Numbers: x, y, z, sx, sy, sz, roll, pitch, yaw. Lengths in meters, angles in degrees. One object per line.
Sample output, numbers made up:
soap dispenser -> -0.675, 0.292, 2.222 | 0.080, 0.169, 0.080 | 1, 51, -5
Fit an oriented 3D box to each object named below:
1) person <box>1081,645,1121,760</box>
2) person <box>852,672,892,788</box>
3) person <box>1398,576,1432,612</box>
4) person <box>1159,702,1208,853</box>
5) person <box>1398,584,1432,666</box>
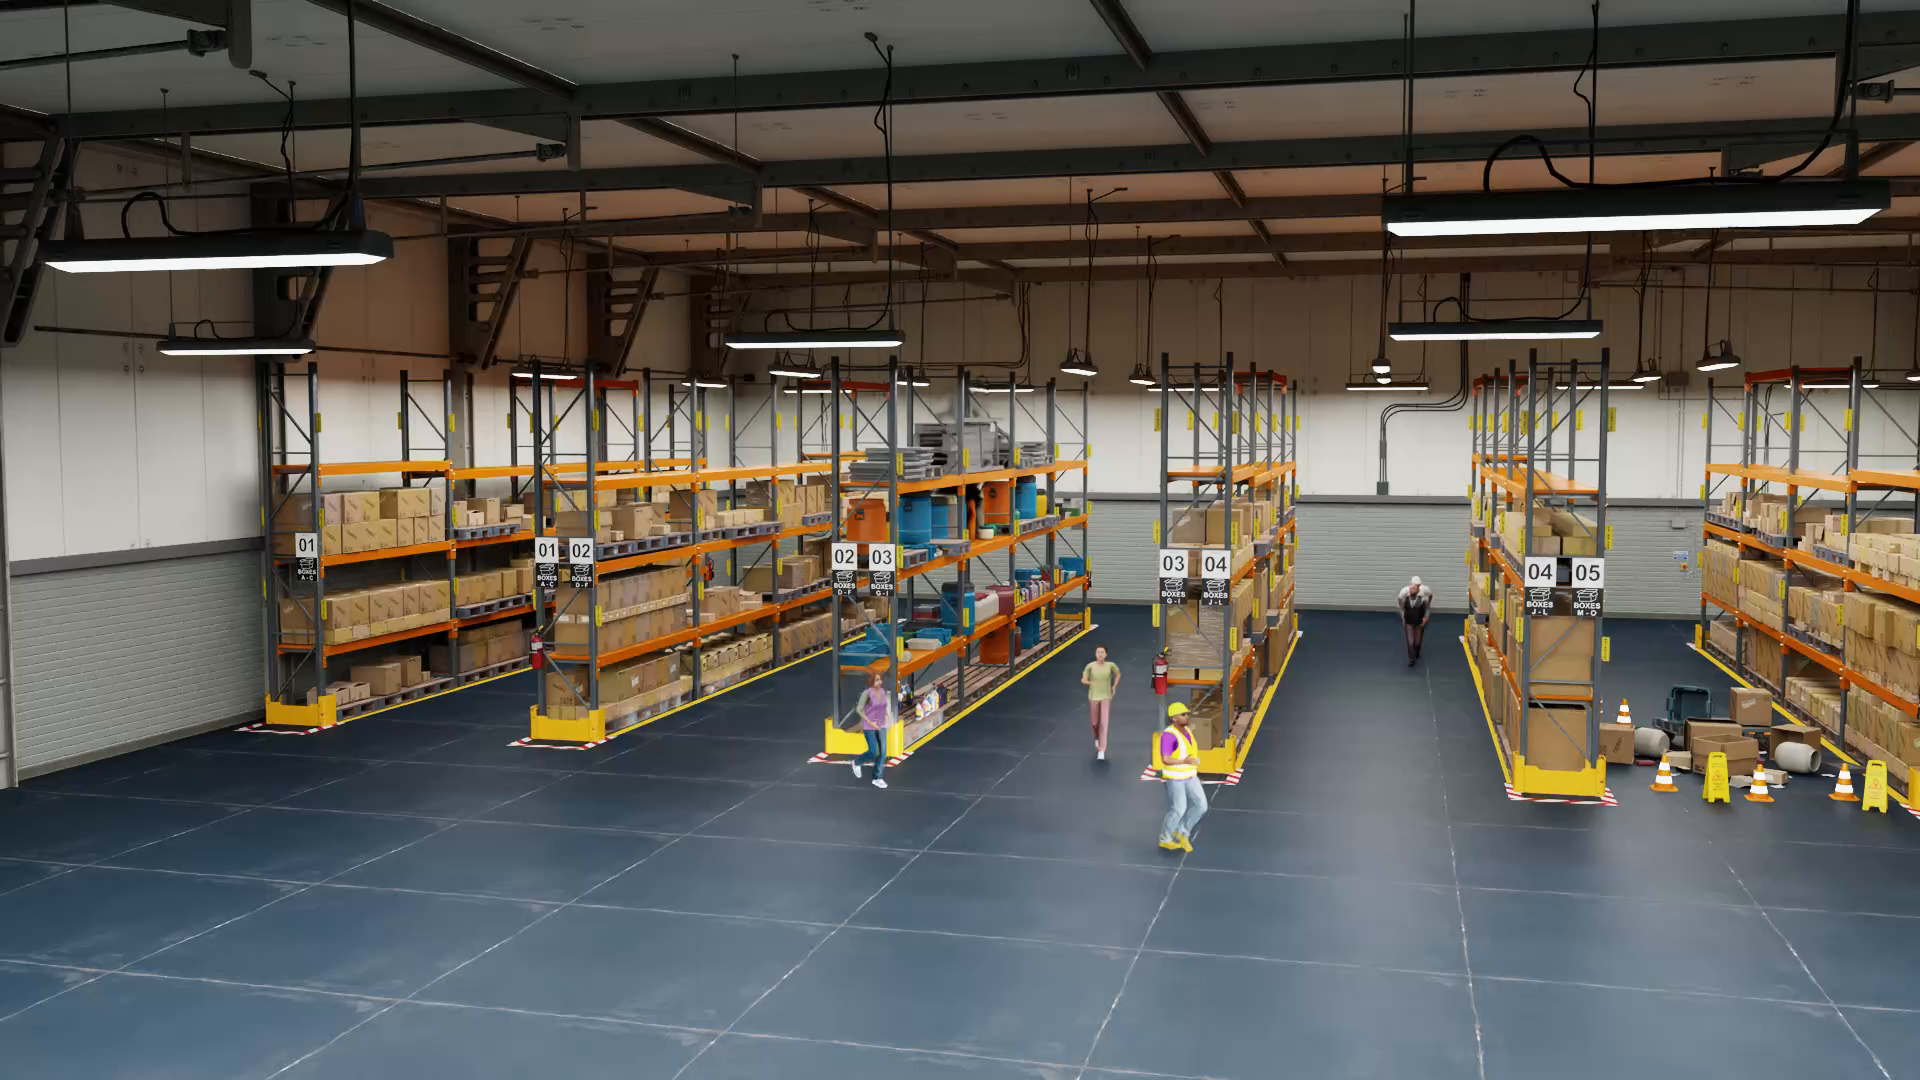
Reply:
person -> 2.099, 2.388, 24.886 | 0.581, 1.650, 0.946 | 1, 4, 9
person -> -1.214, 2.608, 23.025 | 0.565, 1.586, 0.622 | -4, 6, -44
person -> 9.942, 1.618, 36.376 | 0.721, 1.711, 1.023 | 0, 4, 6
person -> 2.603, 2.772, 19.307 | 0.649, 1.771, 0.677 | 4, 6, 43
person -> 9.374, 1.845, 34.323 | 0.663, 1.510, 0.540 | 2, 4, 23
